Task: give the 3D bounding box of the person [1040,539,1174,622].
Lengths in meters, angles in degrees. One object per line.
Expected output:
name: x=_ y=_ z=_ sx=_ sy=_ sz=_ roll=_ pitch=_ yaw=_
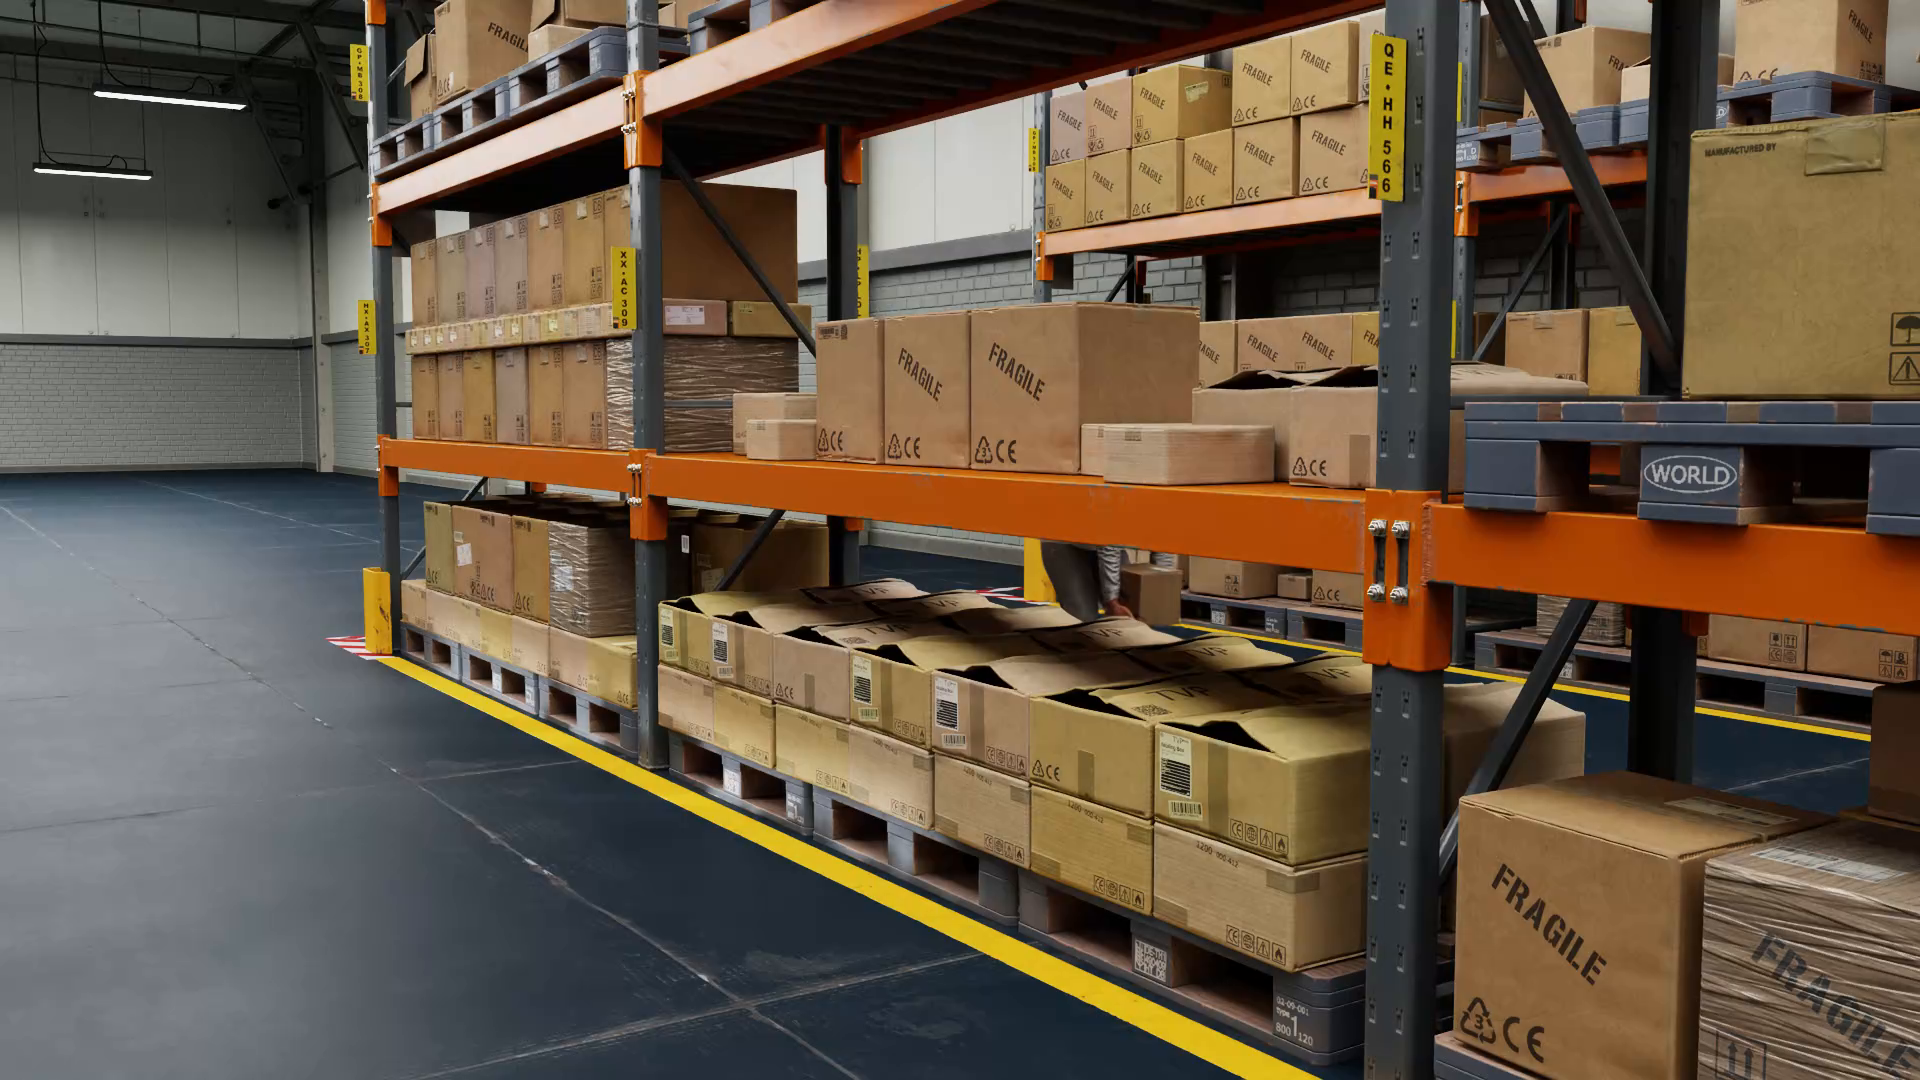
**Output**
person: x=0.760 y=0.182 z=7.800 sx=0.465 sy=1.389 sz=0.920 roll=-3 pitch=6 yaw=-35
